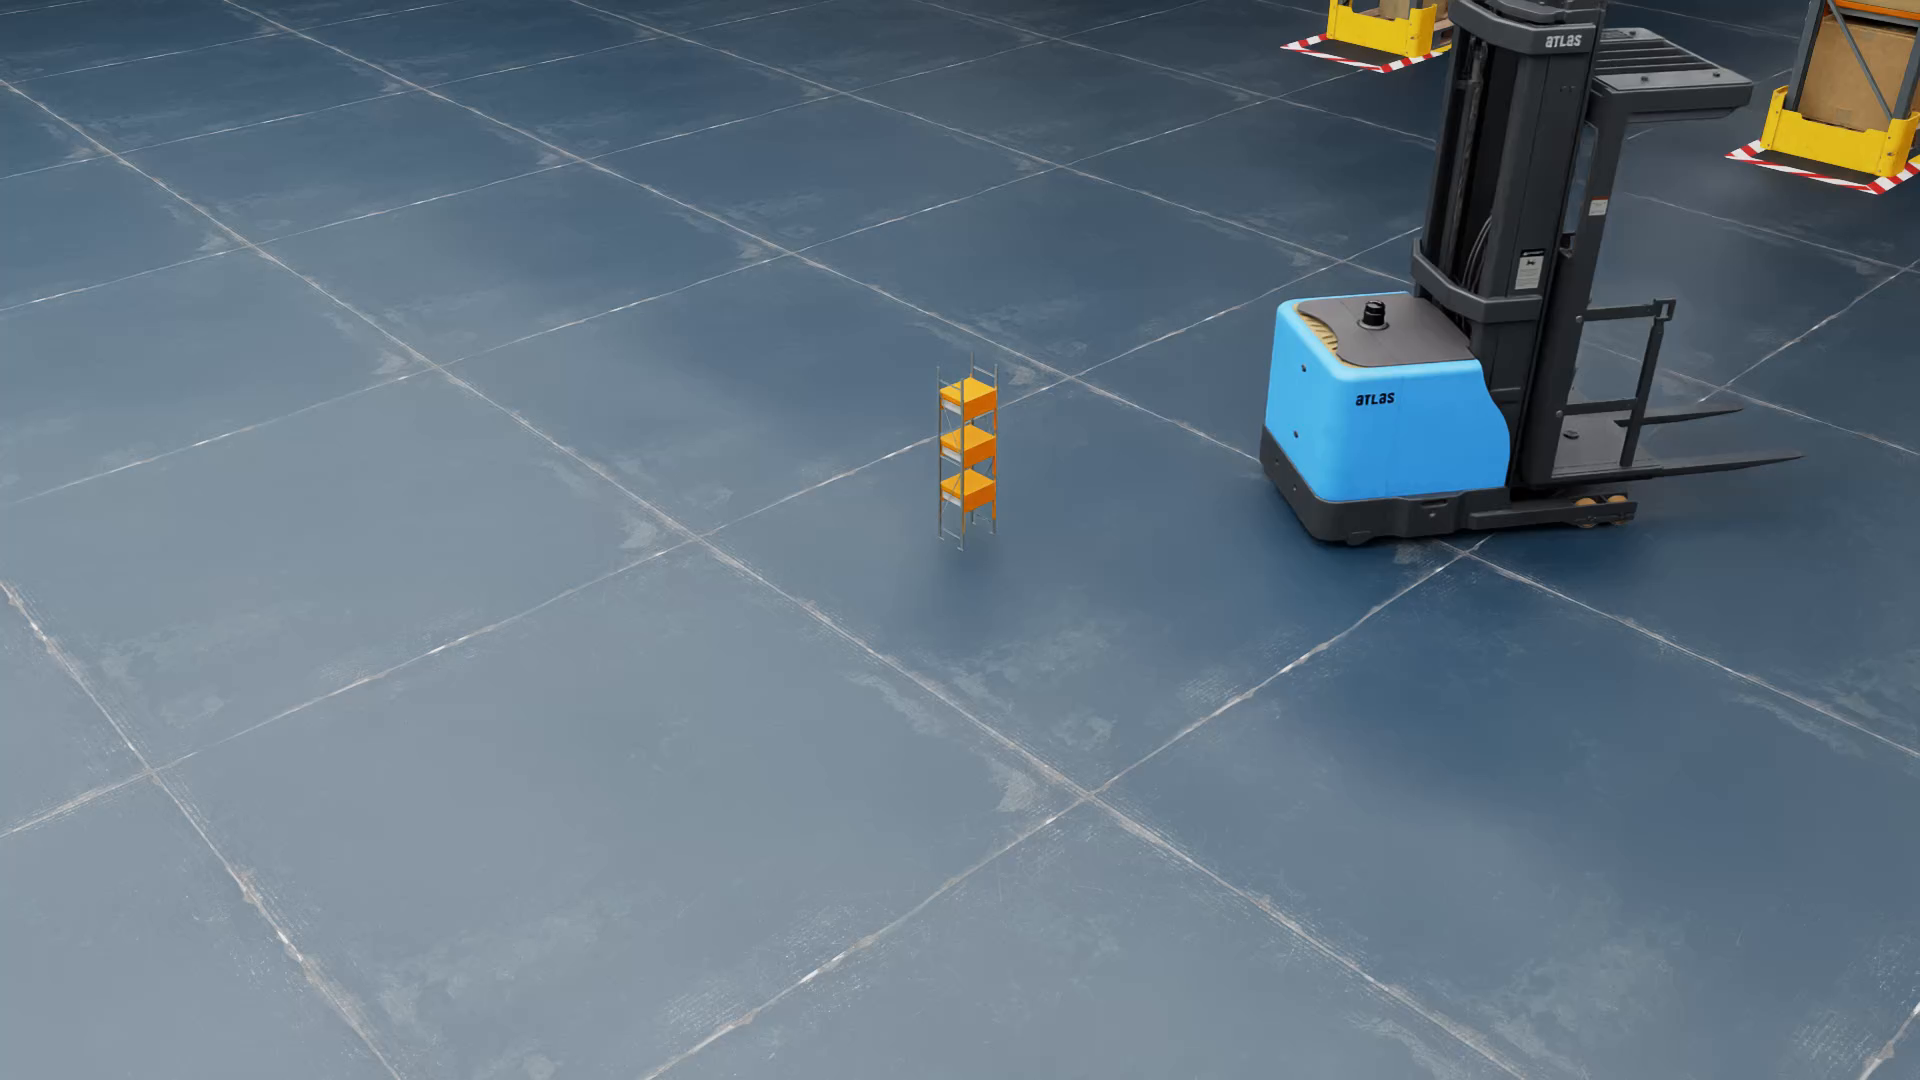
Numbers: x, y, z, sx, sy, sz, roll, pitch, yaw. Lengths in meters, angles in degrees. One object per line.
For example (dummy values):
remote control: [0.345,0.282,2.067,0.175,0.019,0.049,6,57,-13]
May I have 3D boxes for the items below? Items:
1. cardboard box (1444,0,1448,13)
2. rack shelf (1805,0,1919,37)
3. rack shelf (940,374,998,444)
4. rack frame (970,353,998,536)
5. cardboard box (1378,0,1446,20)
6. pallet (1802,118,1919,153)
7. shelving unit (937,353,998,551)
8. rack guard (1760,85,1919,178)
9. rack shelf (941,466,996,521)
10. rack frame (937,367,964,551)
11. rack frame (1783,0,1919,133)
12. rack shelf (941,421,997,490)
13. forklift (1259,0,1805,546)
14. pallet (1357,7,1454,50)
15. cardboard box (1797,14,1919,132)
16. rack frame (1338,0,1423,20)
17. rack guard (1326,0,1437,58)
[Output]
cardboard box: [5.357,-6.179,18.472,0.500,0.500,0.500,-15,35,-23]
rack shelf: [9.237,-5.095,15.396,4.000,0.370,1.077,-26,40,-35]
rack shelf: [0.039,-0.700,8.865,0.240,0.259,0.215,-26,40,-35]
rack frame: [0.129,-0.510,9.078,0.008,1.050,0.200,-26,40,-35]
cardboard box: [4.942,-5.953,18.104,0.500,0.500,0.500,-18,36,-27]
pallet: [8.304,-3.816,15.289,1.213,0.211,1.003,-26,40,-35]
shelving unit: [0.039,-0.467,9.007,0.252,1.050,0.215,-26,40,-35]
rack guard: [7.753,-3.617,14.686,0.348,0.500,1.175,-26,40,-35]
rack shelf: [0.039,-0.221,9.158,0.240,0.259,0.215,-26,40,-35]
rack frame: [-0.050,-0.424,8.936,0.008,1.050,0.200,-26,40,-35]
rack frame: [7.771,-4.692,14.048,0.127,3.000,1.000,-26,40,-35]
rack shelf: [0.039,-0.458,9.013,0.240,0.259,0.215,-26,40,-35]
forklift: [3.345,-1.583,9.029,3.031,2.935,1.130,-5,32,-9]
pallet: [5.148,-5.737,18.431,1.213,0.211,1.003,-26,40,-35]
cardboard box: [8.223,-4.231,14.928,0.875,0.875,0.875,-26,40,-35]
rack frame: [4.472,-6.626,17.210,0.127,3.000,1.000,-26,40,-35]
rack guard: [4.528,-5.586,17.906,0.348,0.500,1.175,-26,40,-35]
